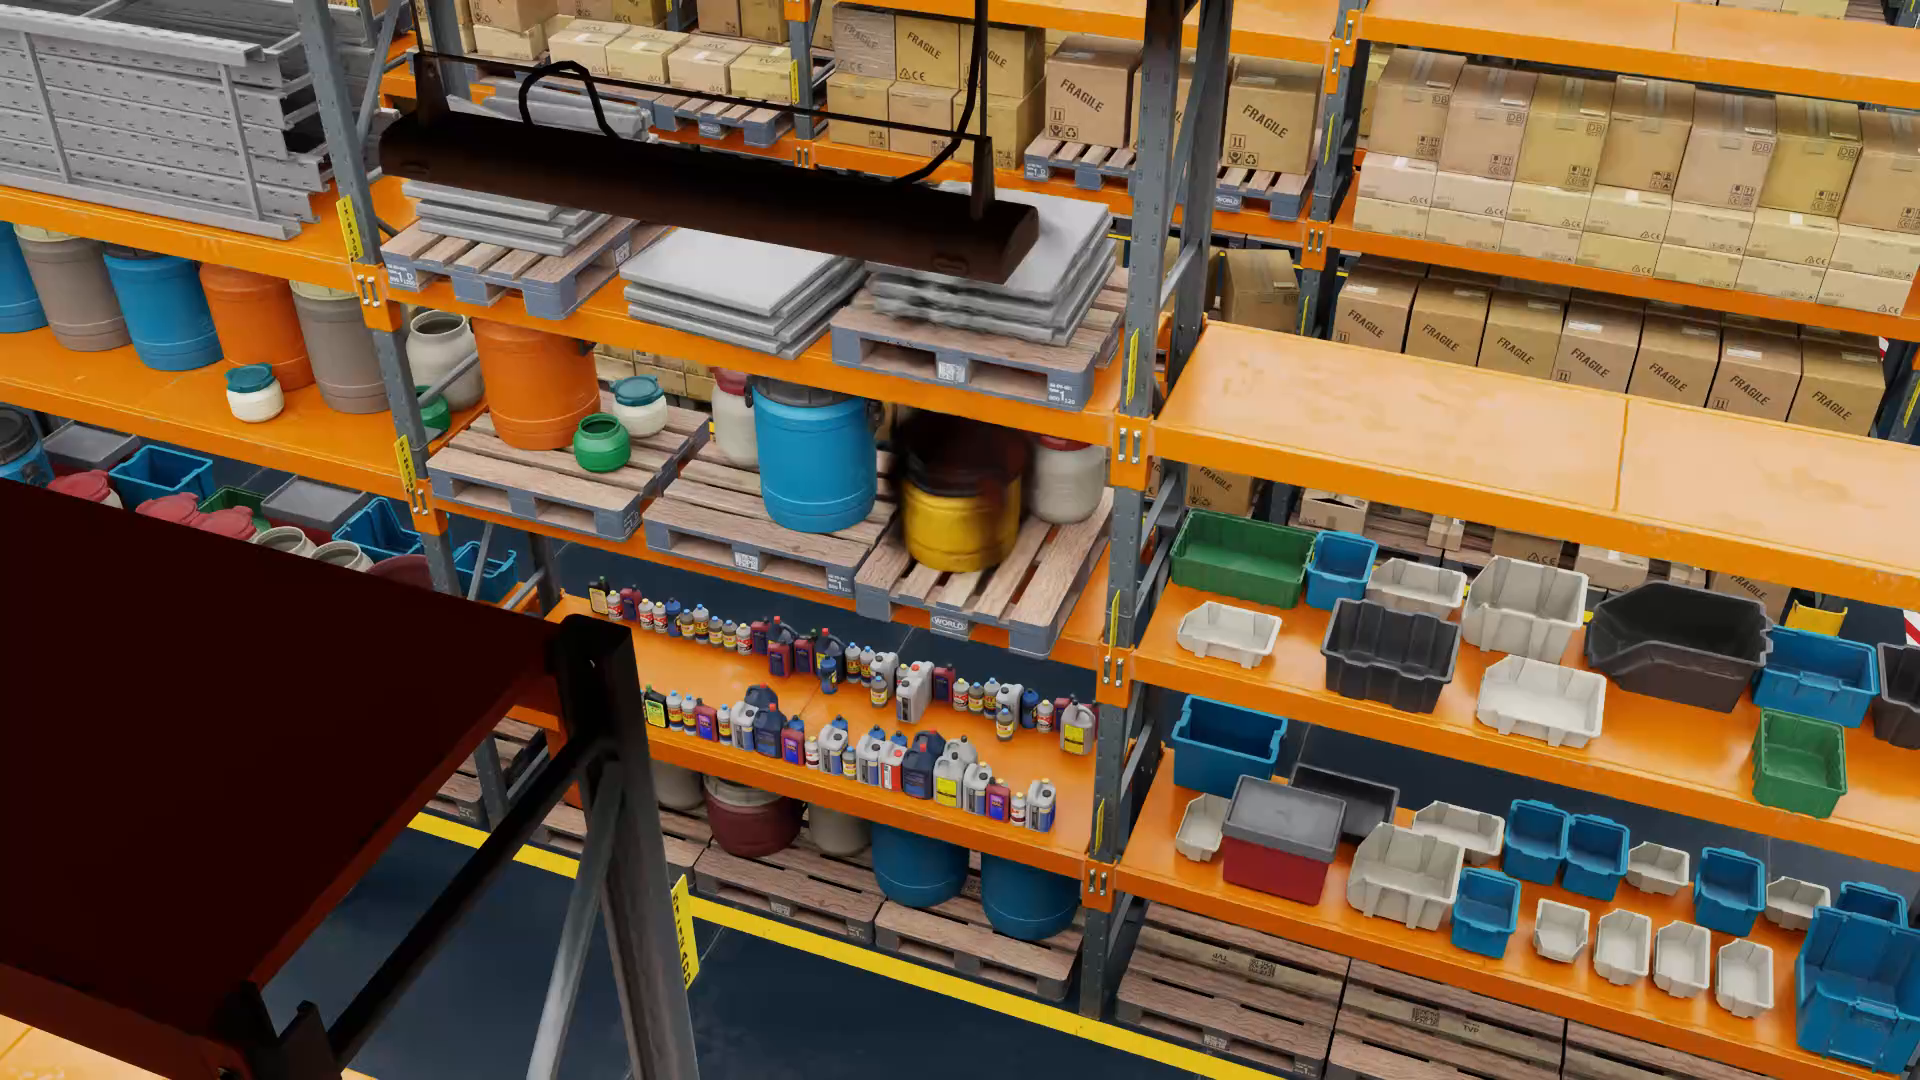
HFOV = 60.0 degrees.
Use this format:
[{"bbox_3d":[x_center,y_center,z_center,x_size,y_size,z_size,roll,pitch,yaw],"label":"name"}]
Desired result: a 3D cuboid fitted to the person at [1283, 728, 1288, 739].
[{"bbox_3d":[1.844,0.701,11.085,0.852,1.616,0.674,6,37,8],"label":"person"}]
